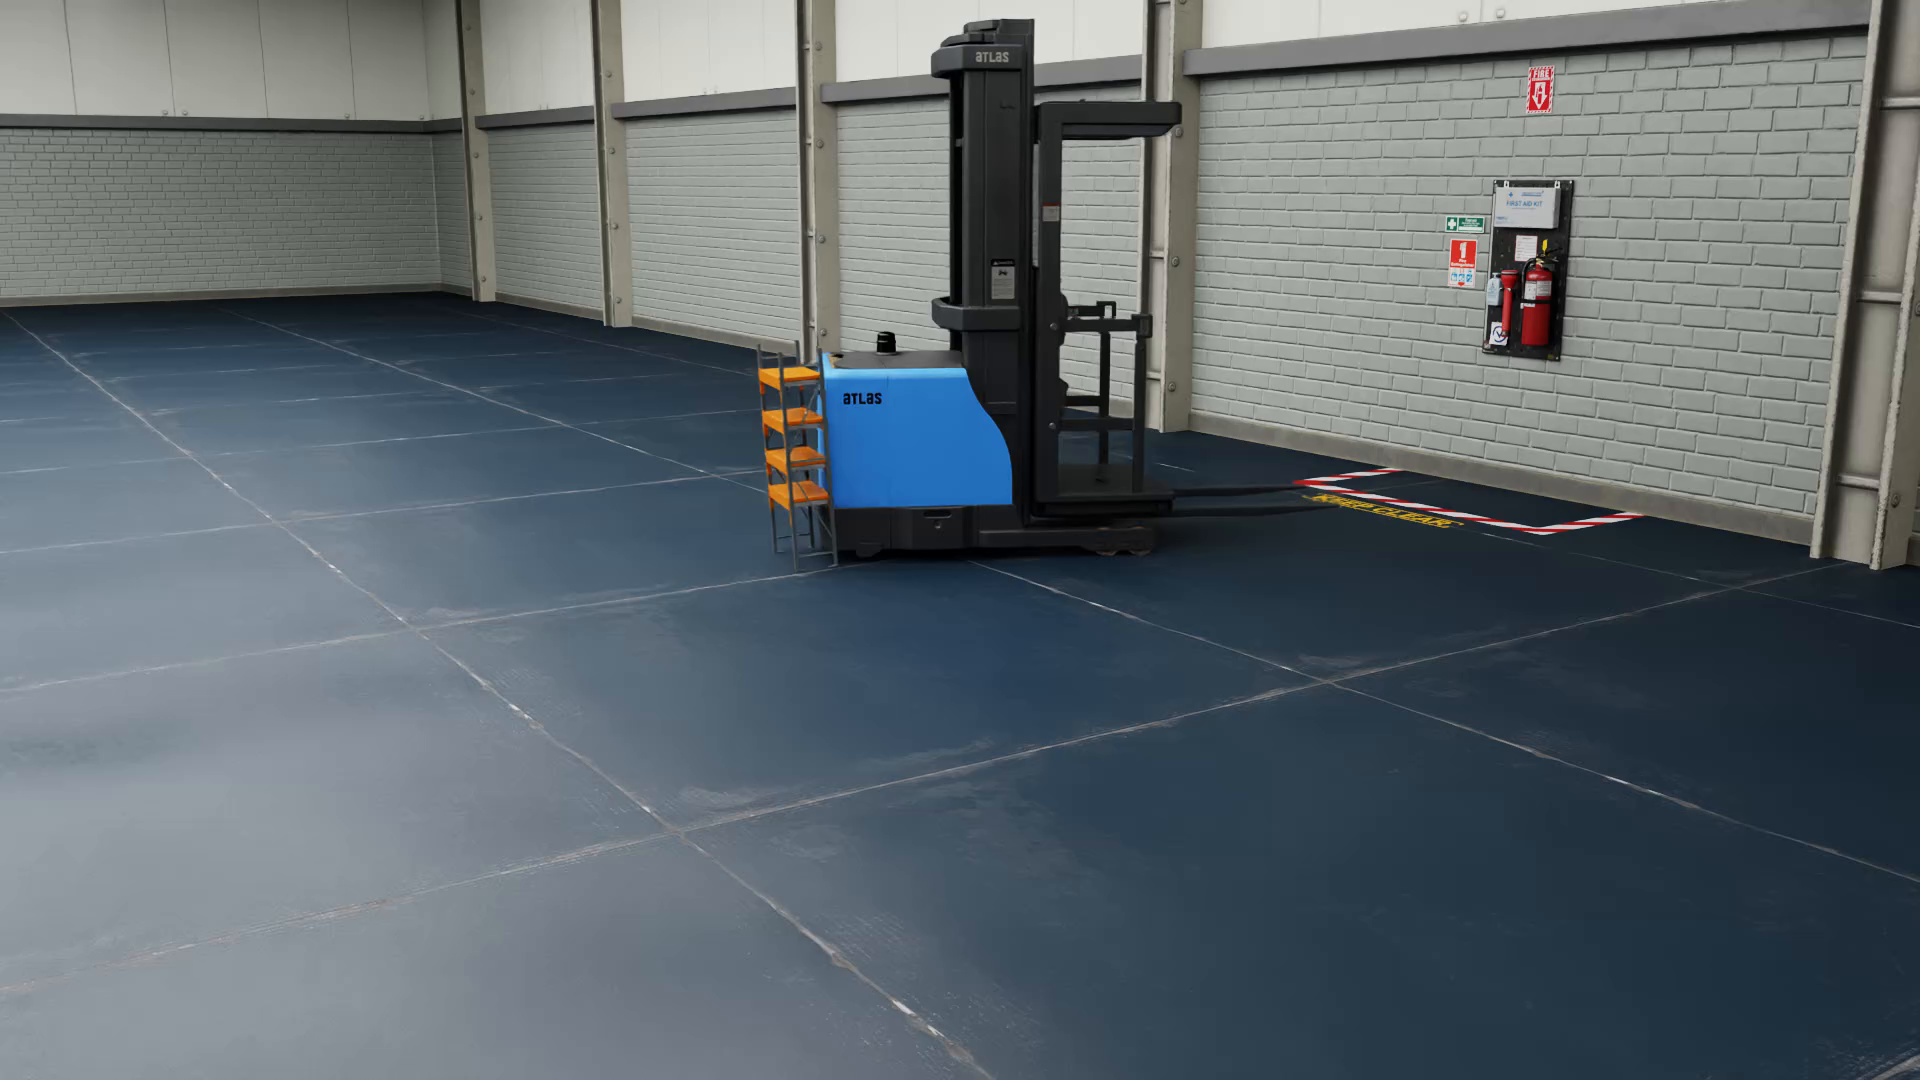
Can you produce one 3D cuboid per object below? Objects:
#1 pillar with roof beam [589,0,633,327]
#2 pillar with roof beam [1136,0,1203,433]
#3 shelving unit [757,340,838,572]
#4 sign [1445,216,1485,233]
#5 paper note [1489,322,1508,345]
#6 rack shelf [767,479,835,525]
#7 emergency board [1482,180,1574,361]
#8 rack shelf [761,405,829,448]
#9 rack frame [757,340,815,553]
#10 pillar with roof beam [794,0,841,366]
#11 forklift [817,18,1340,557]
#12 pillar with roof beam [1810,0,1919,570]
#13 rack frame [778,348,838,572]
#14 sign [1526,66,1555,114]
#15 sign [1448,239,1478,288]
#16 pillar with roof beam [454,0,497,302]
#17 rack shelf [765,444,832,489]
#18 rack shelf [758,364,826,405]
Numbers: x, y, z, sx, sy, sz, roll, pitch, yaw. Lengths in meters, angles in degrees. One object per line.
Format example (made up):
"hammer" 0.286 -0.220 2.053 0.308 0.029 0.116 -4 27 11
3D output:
"pillar with roof beam" -8.504 -6.976 20.699 9.100 9.000 0.400 -8 15 -33
"pillar with roof beam" -1.855 -4.842 10.940 9.100 9.000 0.400 -8 15 -33
"shelving unit" -0.901 -0.474 9.188 0.258 1.200 0.503 -8 14 -19
"sign" 3.490 -2.183 11.499 0.001 0.109 0.331 -8 15 -33
"paper note" 3.675 -1.407 11.337 0.016 0.148 0.142 -8 15 -33
"rack shelf" -0.886 -0.216 9.249 0.258 0.148 0.480 -8 14 -19
"emergency board" 3.715 -1.798 11.062 0.194 1.169 0.643 -8 15 -33
"rack shelf" -0.909 -0.626 9.151 0.258 0.148 0.480 -8 14 -19
"rack frame" -0.984 -0.523 9.412 0.240 1.200 0.015 -8 14 -19
"pillar with roof beam" -5.180 -5.909 15.820 9.100 9.000 0.400 -8 15 -33
"forklift" 0.685 -1.448 9.624 3.031 2.935 1.130 -1 12 -6
"pillar with roof beam" 1.469 -3.775 6.061 9.100 9.000 0.400 -8 15 -33
"rack frame" -0.817 -0.425 8.964 0.240 1.200 0.015 -8 14 -19
"sign" 3.794 -2.944 10.875 0.001 0.298 0.199 -8 15 -33
"sign" 3.495 -1.926 11.564 0.001 0.329 0.234 -8 15 -33
"pillar with roof beam" -11.828 -8.043 25.579 9.100 9.000 0.400 -8 15 -33
"rack shelf" -0.897 -0.409 9.203 0.258 0.148 0.480 -8 14 -19
"rack shelf" -0.922 -0.856 9.097 0.258 0.148 0.480 -8 14 -19
